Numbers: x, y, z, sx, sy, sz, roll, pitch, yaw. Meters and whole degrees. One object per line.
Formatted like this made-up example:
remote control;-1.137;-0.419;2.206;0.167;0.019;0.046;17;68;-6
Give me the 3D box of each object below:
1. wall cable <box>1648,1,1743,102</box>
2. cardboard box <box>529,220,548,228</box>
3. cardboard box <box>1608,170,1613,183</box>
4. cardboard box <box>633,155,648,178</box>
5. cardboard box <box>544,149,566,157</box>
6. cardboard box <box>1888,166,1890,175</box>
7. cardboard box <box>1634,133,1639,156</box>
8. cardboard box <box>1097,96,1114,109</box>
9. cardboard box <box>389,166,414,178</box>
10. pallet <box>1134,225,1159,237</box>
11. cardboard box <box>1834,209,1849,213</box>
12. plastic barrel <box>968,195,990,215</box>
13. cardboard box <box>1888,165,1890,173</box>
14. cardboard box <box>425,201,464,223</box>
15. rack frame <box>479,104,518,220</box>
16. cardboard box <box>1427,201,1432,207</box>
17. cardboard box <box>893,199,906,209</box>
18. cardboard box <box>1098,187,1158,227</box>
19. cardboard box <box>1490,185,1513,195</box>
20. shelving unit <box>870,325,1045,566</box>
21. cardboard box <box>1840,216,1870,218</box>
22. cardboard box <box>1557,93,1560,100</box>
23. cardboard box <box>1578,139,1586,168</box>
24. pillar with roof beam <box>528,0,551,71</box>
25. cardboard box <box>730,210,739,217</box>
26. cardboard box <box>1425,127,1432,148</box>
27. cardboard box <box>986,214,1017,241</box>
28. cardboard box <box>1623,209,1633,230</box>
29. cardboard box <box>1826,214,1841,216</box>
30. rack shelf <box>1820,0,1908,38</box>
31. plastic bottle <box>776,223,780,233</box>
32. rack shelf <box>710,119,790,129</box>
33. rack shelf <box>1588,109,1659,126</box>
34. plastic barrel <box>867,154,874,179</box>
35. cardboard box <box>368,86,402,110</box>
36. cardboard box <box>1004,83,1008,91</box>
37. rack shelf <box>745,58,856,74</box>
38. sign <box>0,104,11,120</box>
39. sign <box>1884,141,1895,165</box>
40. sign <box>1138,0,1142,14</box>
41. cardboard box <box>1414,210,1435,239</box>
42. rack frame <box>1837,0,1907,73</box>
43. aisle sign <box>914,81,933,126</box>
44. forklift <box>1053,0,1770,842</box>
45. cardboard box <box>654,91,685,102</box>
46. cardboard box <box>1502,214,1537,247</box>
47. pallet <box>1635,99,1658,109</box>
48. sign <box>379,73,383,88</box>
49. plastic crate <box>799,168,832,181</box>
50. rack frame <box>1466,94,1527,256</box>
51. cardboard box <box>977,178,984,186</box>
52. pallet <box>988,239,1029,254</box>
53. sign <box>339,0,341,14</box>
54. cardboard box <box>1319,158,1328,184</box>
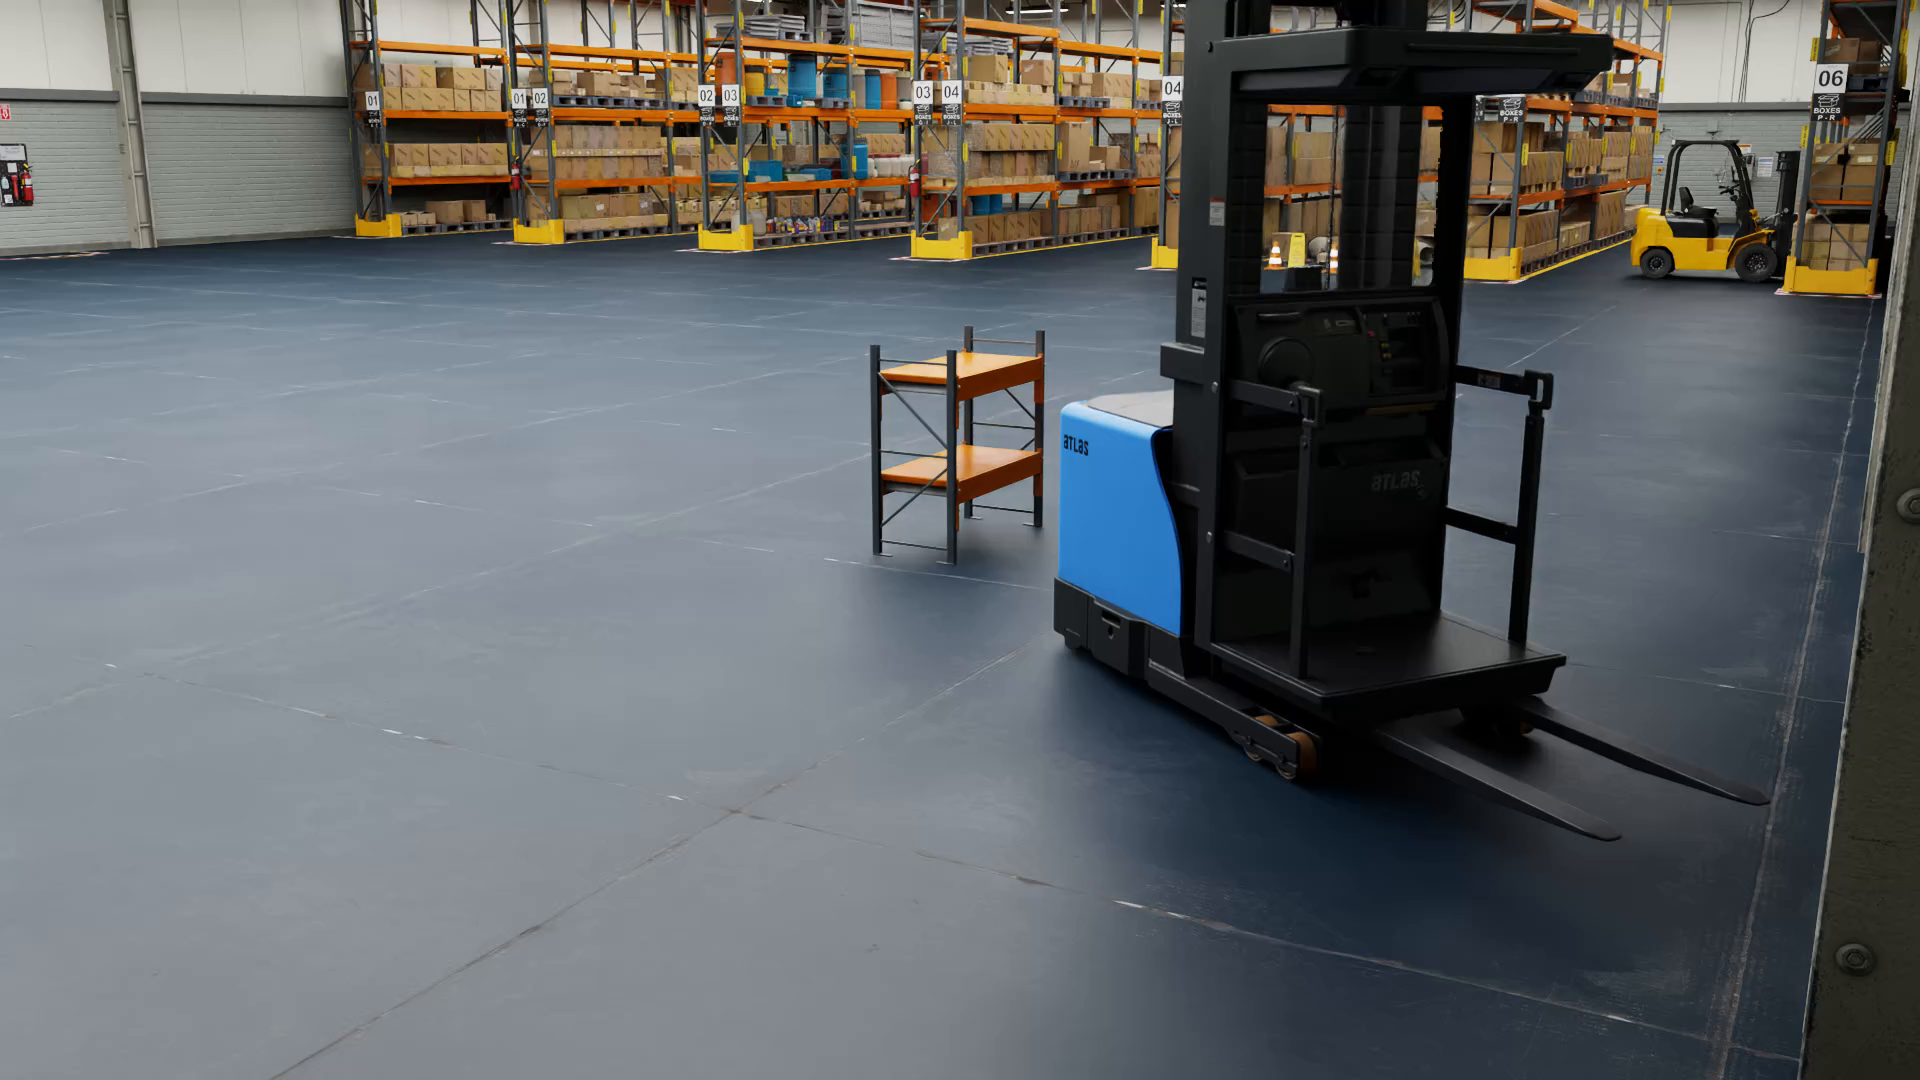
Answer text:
wall cable;19.186;-12.941;43.705;2.355;3.000;0.029;7;15;28
cardboard box;-9.054;-6.885;36.359;0.500;0.250;0.500;7;15;28
cardboard box;13.107;-7.483;34.188;0.500;0.250;0.500;8;16;30
cardboard box;-7.579;-8.543;38.051;0.700;0.500;0.500;7;15;27
cardboard box;-8.676;-8.295;35.636;0.380;0.149;0.250;7;15;28
cardboard box;18.915;-7.672;34.335;0.500;0.250;0.500;7;15;27
cardboard box;14.784;-8.798;36.977;0.500;0.500;0.500;7;15;27
cardboard box;2.995;-9.447;35.932;0.500;0.250;0.500;8;16;30
cardboard box;-12.878;-8.436;38.097;0.500;0.250;0.500;7;15;26
pallet;3.930;-7.190;38.603;1.003;0.211;1.213;7;15;28
cardboard box;16.793;-6.251;31.811;0.380;0.149;0.250;7;15;26
plastic barrel;0.461;-8.704;42.511;0.600;0.901;0.708;7;15;28
cardboard box;16.532;-6.755;30.100;0.500;0.250;0.500;8;16;29
cardboard box;-12.305;-7.827;39.690;0.700;0.500;0.500;6;15;25
rack frame;-11.459;-9.256;41.220;1.000;3.000;0.127;7;15;28
cardboard box;11.610;-8.421;41.677;0.380;0.149;0.250;8;15;29
cardboard box;-1.852;-9.703;48.005;0.500;0.250;0.500;7;15;28
cardboard box;3.835;-7.703;38.418;1.225;0.875;0.875;7;15;25
cardboard box;8.636;-5.553;26.396;0.380;0.149;0.250;7;15;28
shelving unit;0.003;-0.548;9.102;0.538;1.125;1.048;7;15;28
cardboard box;14.271;-5.013;26.457;0.500;0.250;0.500;7;15;27
cardboard box;10.038;-7.589;28.443;0.380;0.149;0.250;8;15;29
cardboard box;11.195;-7.113;30.588;0.500;0.500;0.500;7;15;28
pillar with roof beam;-7.142;-12.336;41.198;9.100;9.000;0.400;7;15;28
cardboard box;-5.719;-8.039;41.143;0.500;0.250;0.500;8;16;29
cardboard box;11.152;-9.797;40.483;0.500;0.500;0.500;8;16;31
cardboard box;0.820;-6.229;33.102;0.500;0.500;0.500;6;15;23
cardboard box;14.490;-7.166;37.122;0.875;0.438;0.875;7;15;27
cardboard box;15.883;-5.497;29.799;0.875;0.625;0.625;8;16;30
rack shelf;13.605;-7.850;24.976;1.077;0.370;4.000;7;15;28
plastic bottle;-3.885;-6.659;35.482;0.097;0.201;0.097;0;14;0
rack shelf;-6.624;-12.416;49.463;1.077;0.370;4.000;7;15;28
rack shelf;15.059;-9.609;37.822;1.077;0.370;4.000;7;15;28
plastic barrel;-2.132;-8.371;37.259;0.433;0.535;0.433;0;14;0
cardboard box;-13.012;-9.992;37.617;0.500;0.500;0.500;8;16;30
cardboard box;0.690;-8.680;31.902;0.380;0.149;0.250;7;15;27
rack shelf;-4.220;-12.298;43.429;1.077;0.370;4.000;7;15;28
sign;-18.031;-8.080;31.395;0.001;0.298;0.199;7;15;28
sign;13.121;-5.462;23.469;0.100;0.325;0.005;7;15;28
sign;3.963;-11.742;36.572;0.100;0.325;0.005;7;15;28
cardboard box;8.652;-5.798;30.594;0.500;0.500;0.500;7;15;28
rack frame;14.572;-8.804;26.546;1.000;3.000;0.127;7;15;28
aisle sign;-0.677;-8.036;30.616;0.394;0.787;0.004;7;15;28
forklift;1.497;-0.708;5.911;1.130;2.935;3.031;-6;15;-25
cardboard box;-6.814;-10.410;39.032;0.500;0.250;0.500;9;16;34
cardboard box;9.183;-5.107;27.384;0.500;0.500;0.500;7;15;26
pallet;15.676;-10.173;38.814;1.003;0.211;1.213;7;15;28
sign;-12.917;-10.257;37.107;0.100;0.325;0.005;7;15;28
plastic crate;-3.083;-7.803;35.512;0.499;0.251;0.616;7;15;28
rack frame;8.291;-5.629;26.175;1.000;3.000;0.127;7;15;28
cardboard box;0.234;-6.759;31.402;0.380;0.149;0.250;7;15;28
pallet;0.667;-5.823;32.933;1.003;0.211;1.213;7;15;28
sign;-13.868;-11.950;37.263;0.100;0.325;0.005;7;15;28
cardboard box;7.066;-7.425;33.415;0.500;0.500;0.500;8;16;29
